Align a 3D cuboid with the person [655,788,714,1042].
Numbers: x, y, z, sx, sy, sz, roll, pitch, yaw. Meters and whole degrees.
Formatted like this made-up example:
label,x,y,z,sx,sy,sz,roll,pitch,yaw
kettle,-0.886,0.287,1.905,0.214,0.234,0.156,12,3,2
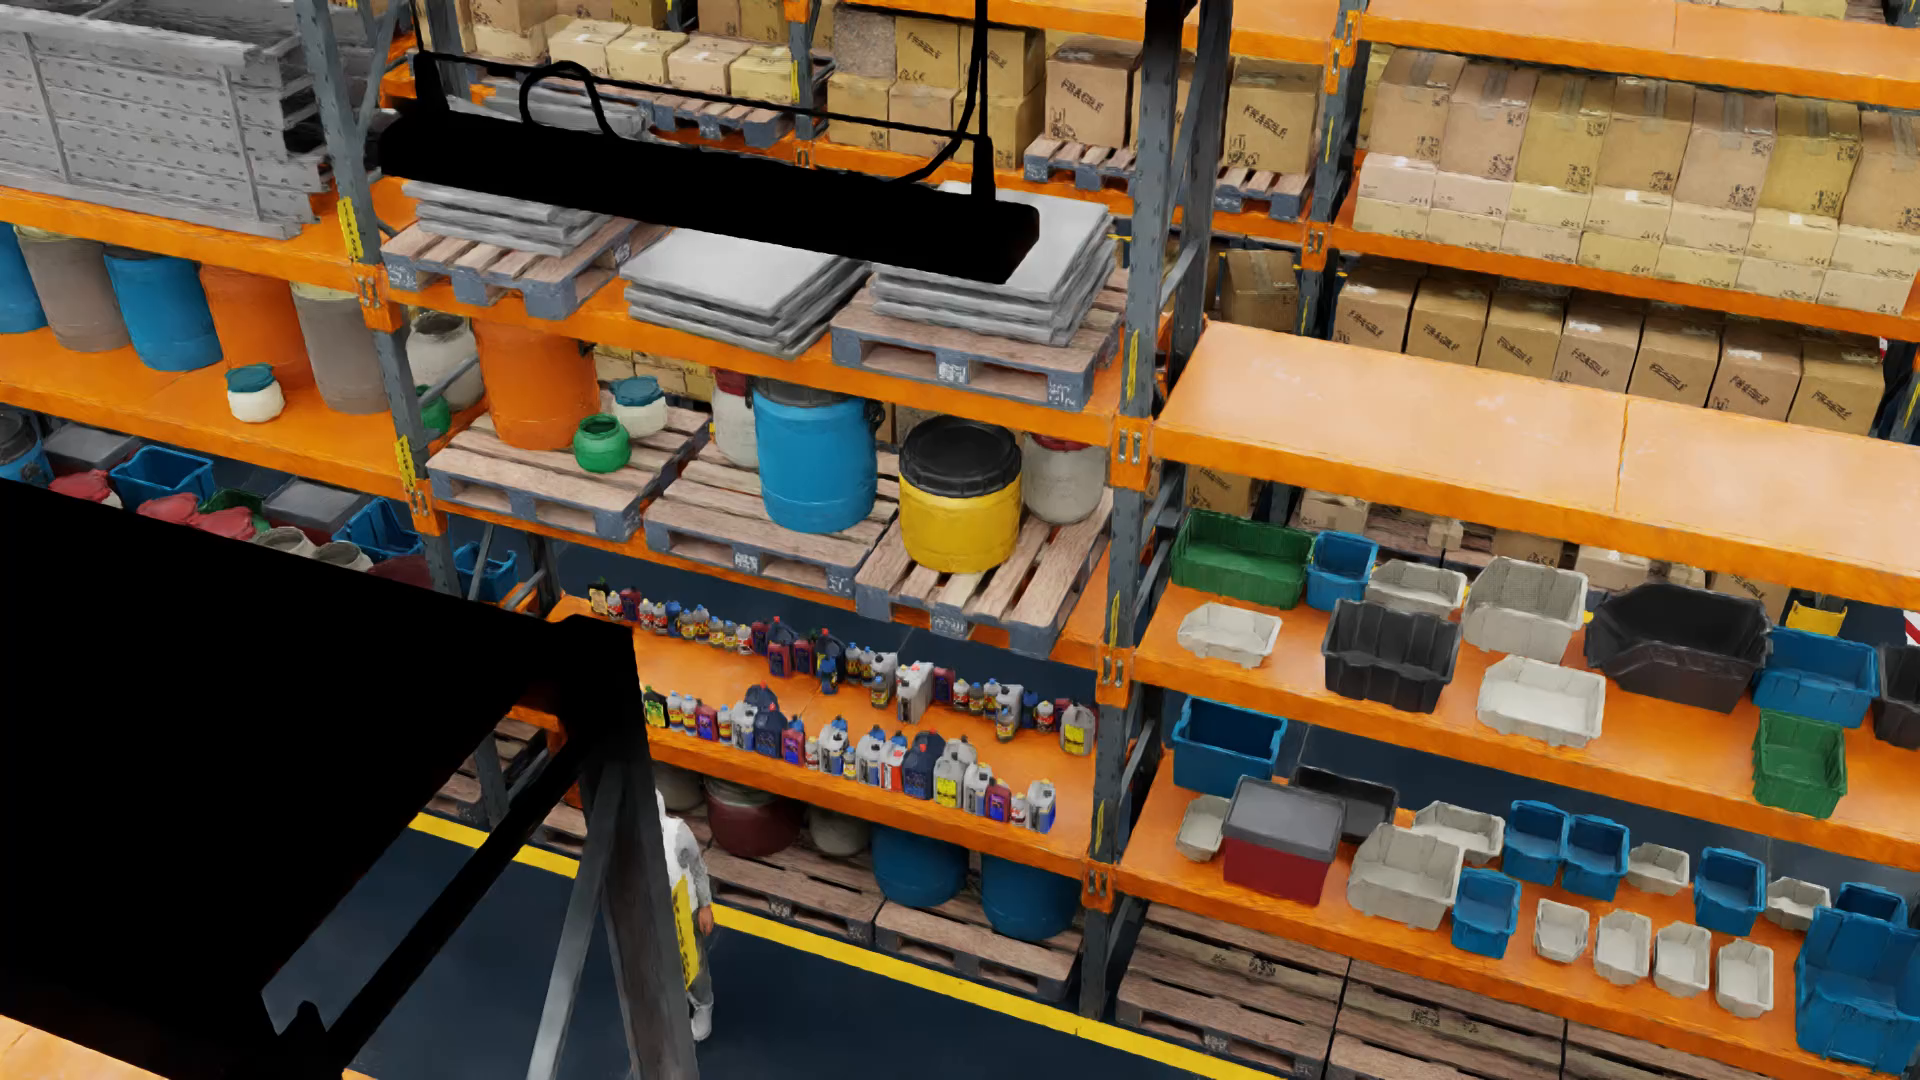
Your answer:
label,x,y,z,sx,sy,sz,roll,pitch,yaw
person,-1.653,2.033,9.127,0.598,1.782,0.463,1,37,2
